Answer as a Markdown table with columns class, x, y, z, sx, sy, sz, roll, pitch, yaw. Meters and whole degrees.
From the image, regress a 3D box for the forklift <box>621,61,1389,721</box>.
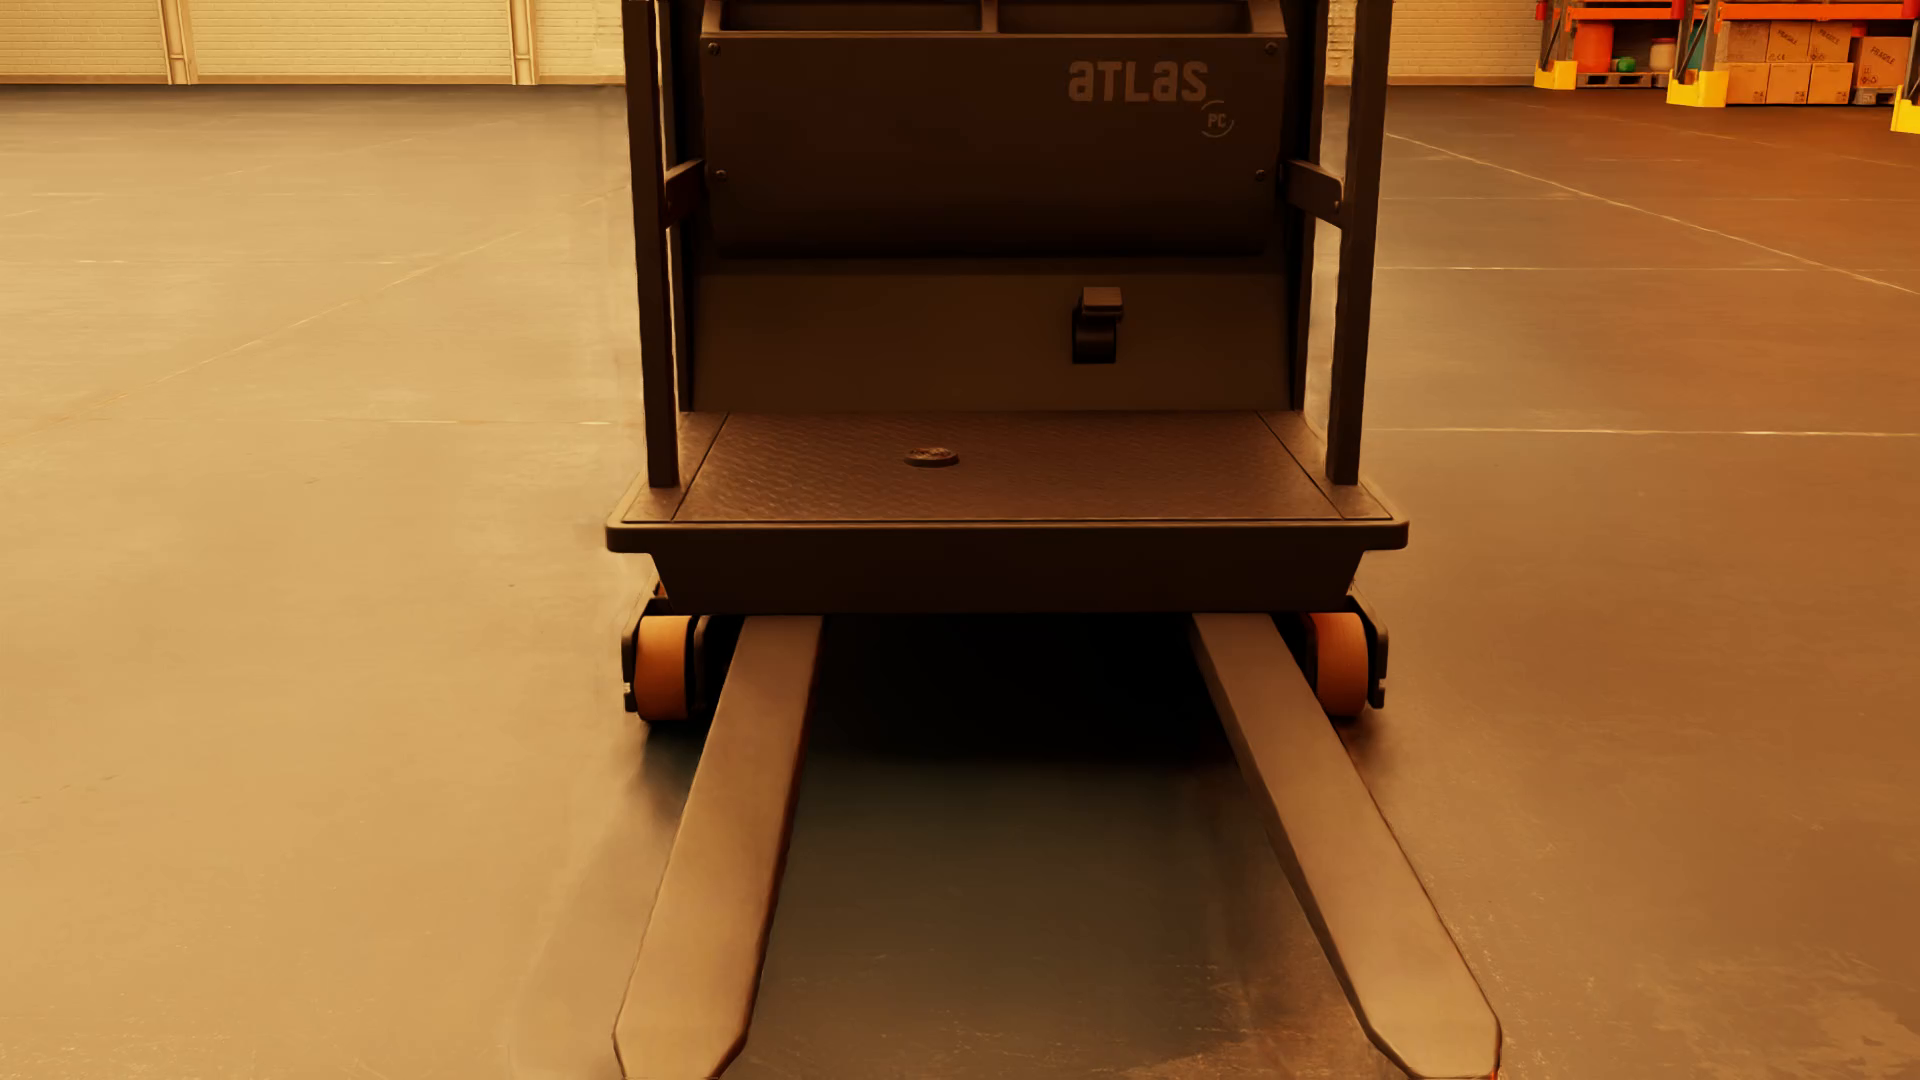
| class | x | y | z | sx | sy | sz | roll | pitch | yaw |
| --- | --- | --- | --- | --- | --- | --- | --- | --- | --- |
| forklift | 0.059 | -1.218 | 2.352 | 1.130 | 2.935 | 3.031 | 0 | 17 | -1 |
